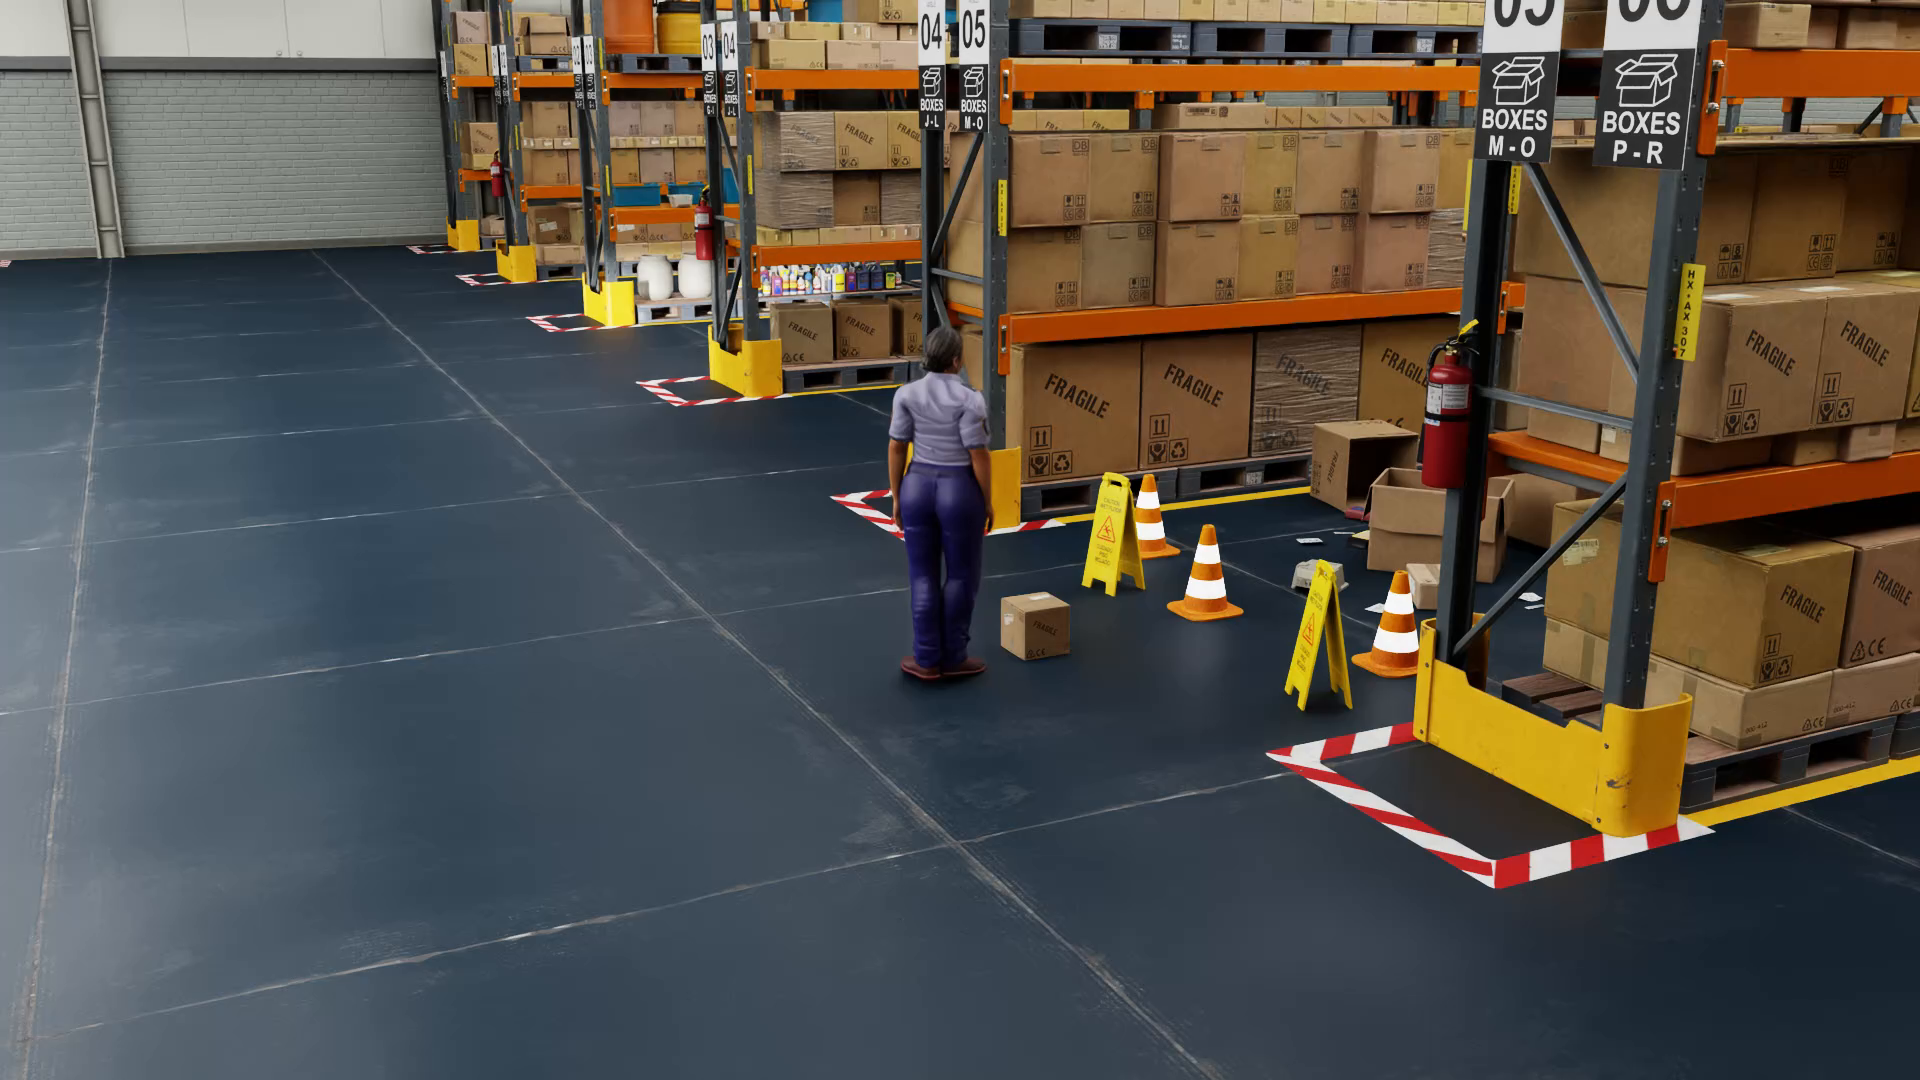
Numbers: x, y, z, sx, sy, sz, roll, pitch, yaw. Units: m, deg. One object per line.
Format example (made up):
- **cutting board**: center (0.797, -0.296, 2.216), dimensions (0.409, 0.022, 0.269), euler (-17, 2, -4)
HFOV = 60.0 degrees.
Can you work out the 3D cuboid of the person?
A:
- **person**: center (-0.081, -0.154, 7.613), dimensions (0.490, 1.643, 0.377), euler (5, 16, 17)
